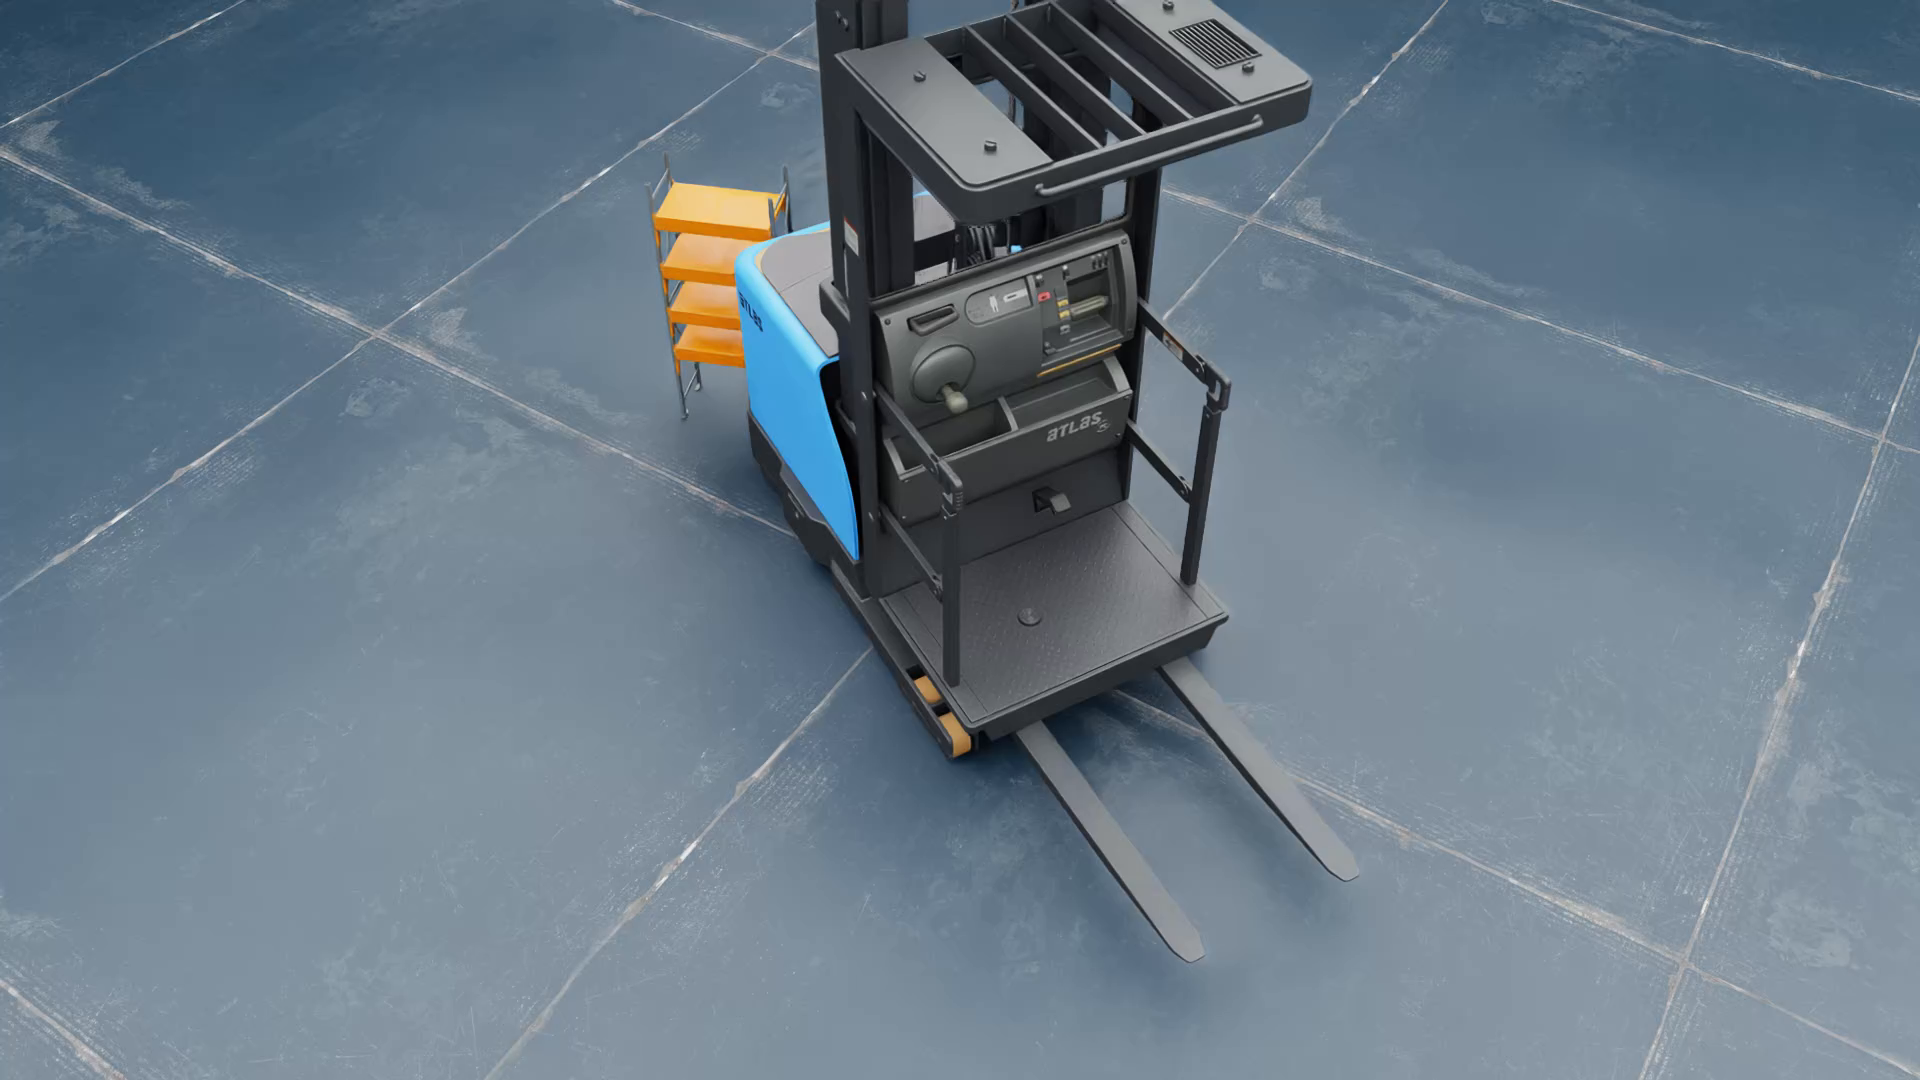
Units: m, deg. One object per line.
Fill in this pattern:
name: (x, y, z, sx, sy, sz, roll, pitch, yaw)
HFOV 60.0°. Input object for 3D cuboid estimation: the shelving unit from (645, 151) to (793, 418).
shelving unit: (-0.945, -1.001, 6.886, 0.503, 1.200, 0.258, 8, 46, 8)

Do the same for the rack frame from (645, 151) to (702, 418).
rack frame: (-1.184, -1.034, 6.919, 0.015, 1.200, 0.240, 8, 46, 8)

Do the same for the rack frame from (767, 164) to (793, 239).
rack frame: (-0.705, -0.968, 6.854, 0.015, 1.200, 0.240, 8, 46, 8)

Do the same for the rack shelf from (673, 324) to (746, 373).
rack shelf: (-0.945, -0.816, 7.077, 0.480, 0.148, 0.258, 8, 46, 8)

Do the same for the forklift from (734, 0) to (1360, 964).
forklift: (0.275, -0.617, 5.306, 1.130, 2.935, 3.031, -22, 50, -20)

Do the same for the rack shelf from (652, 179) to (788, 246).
rack shelf: (-0.945, -1.275, 6.604, 0.480, 0.148, 0.258, 8, 46, 8)

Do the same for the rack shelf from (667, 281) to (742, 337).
rack shelf: (-0.945, -0.954, 6.934, 0.480, 0.148, 0.258, 8, 46, 8)

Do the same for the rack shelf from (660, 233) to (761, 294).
rack shelf: (-0.945, -1.110, 6.774, 0.480, 0.148, 0.258, 8, 46, 8)
